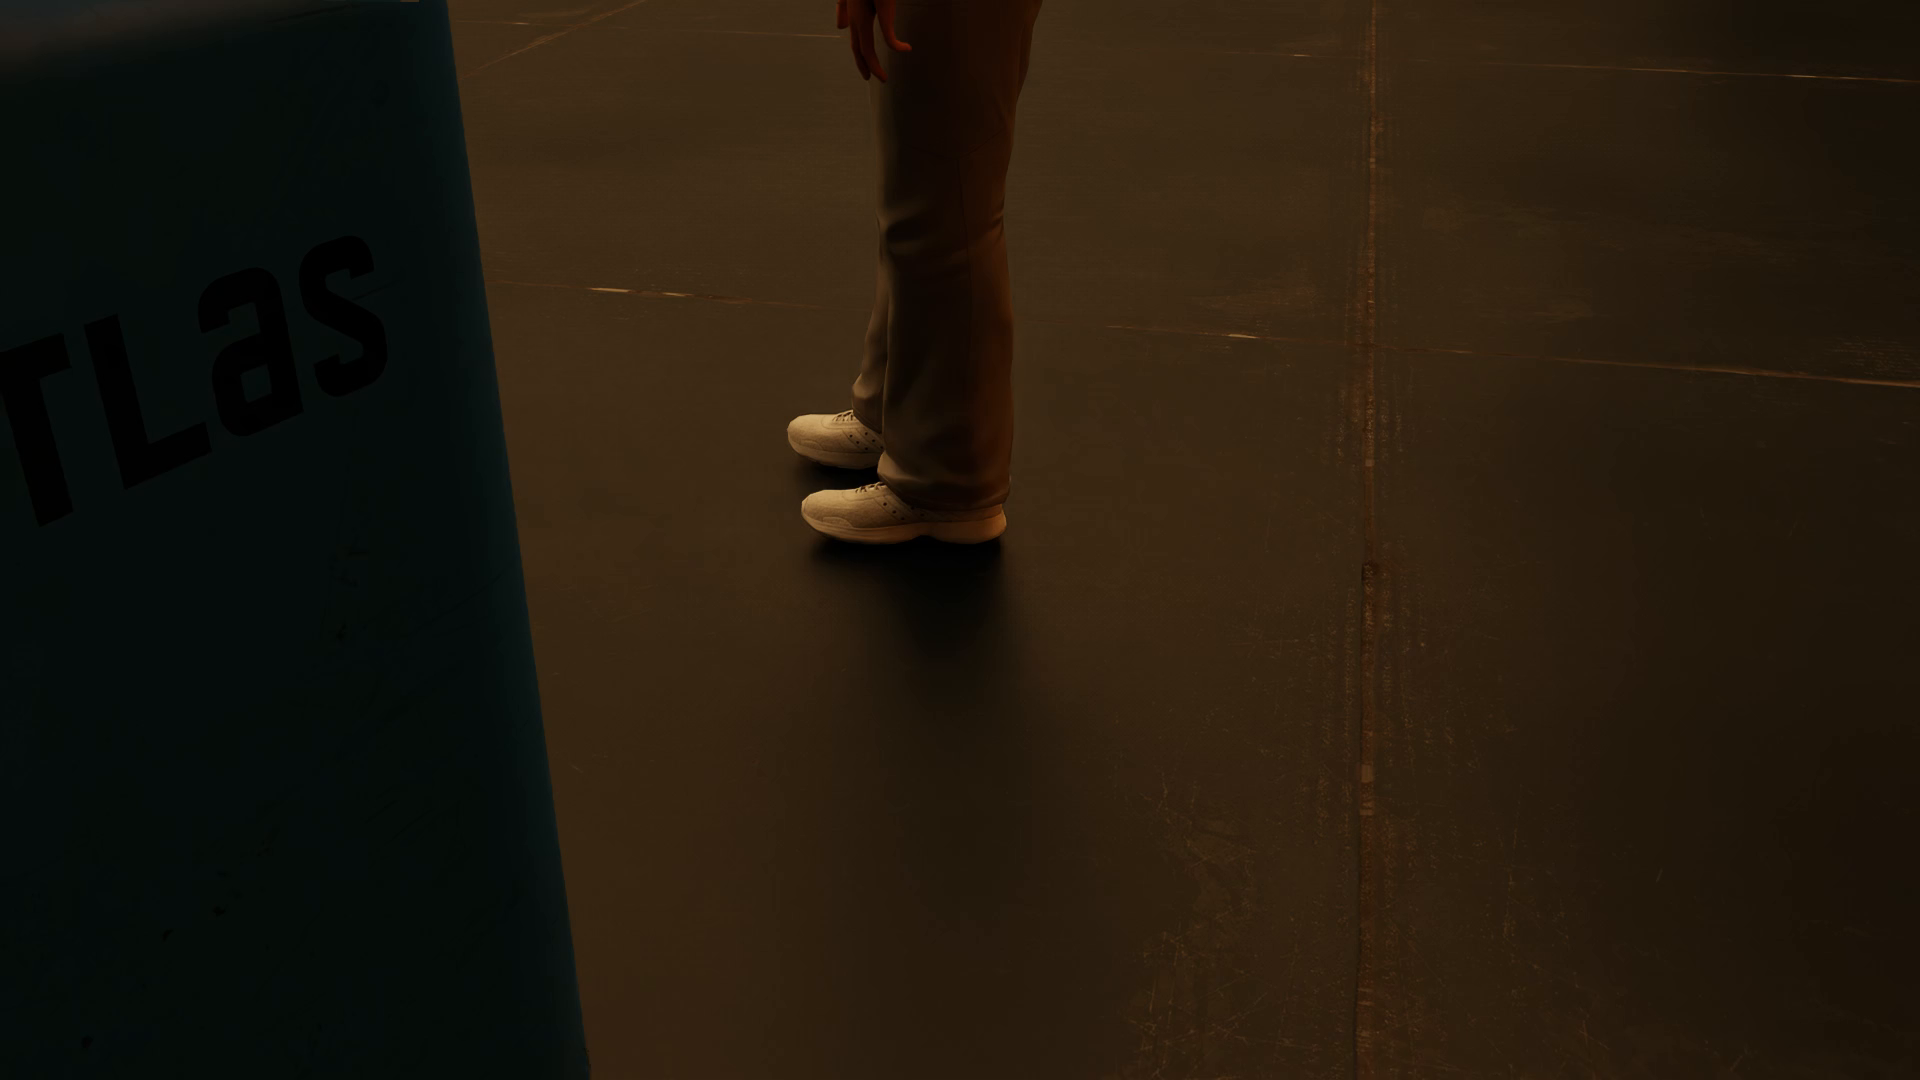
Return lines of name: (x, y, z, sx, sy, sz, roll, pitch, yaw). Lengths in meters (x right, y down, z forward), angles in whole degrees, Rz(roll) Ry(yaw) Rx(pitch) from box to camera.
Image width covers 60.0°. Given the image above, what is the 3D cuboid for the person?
person: (-0.069, -0.768, 2.146, 0.548, 1.673, 0.550, 6, 27, 11)
